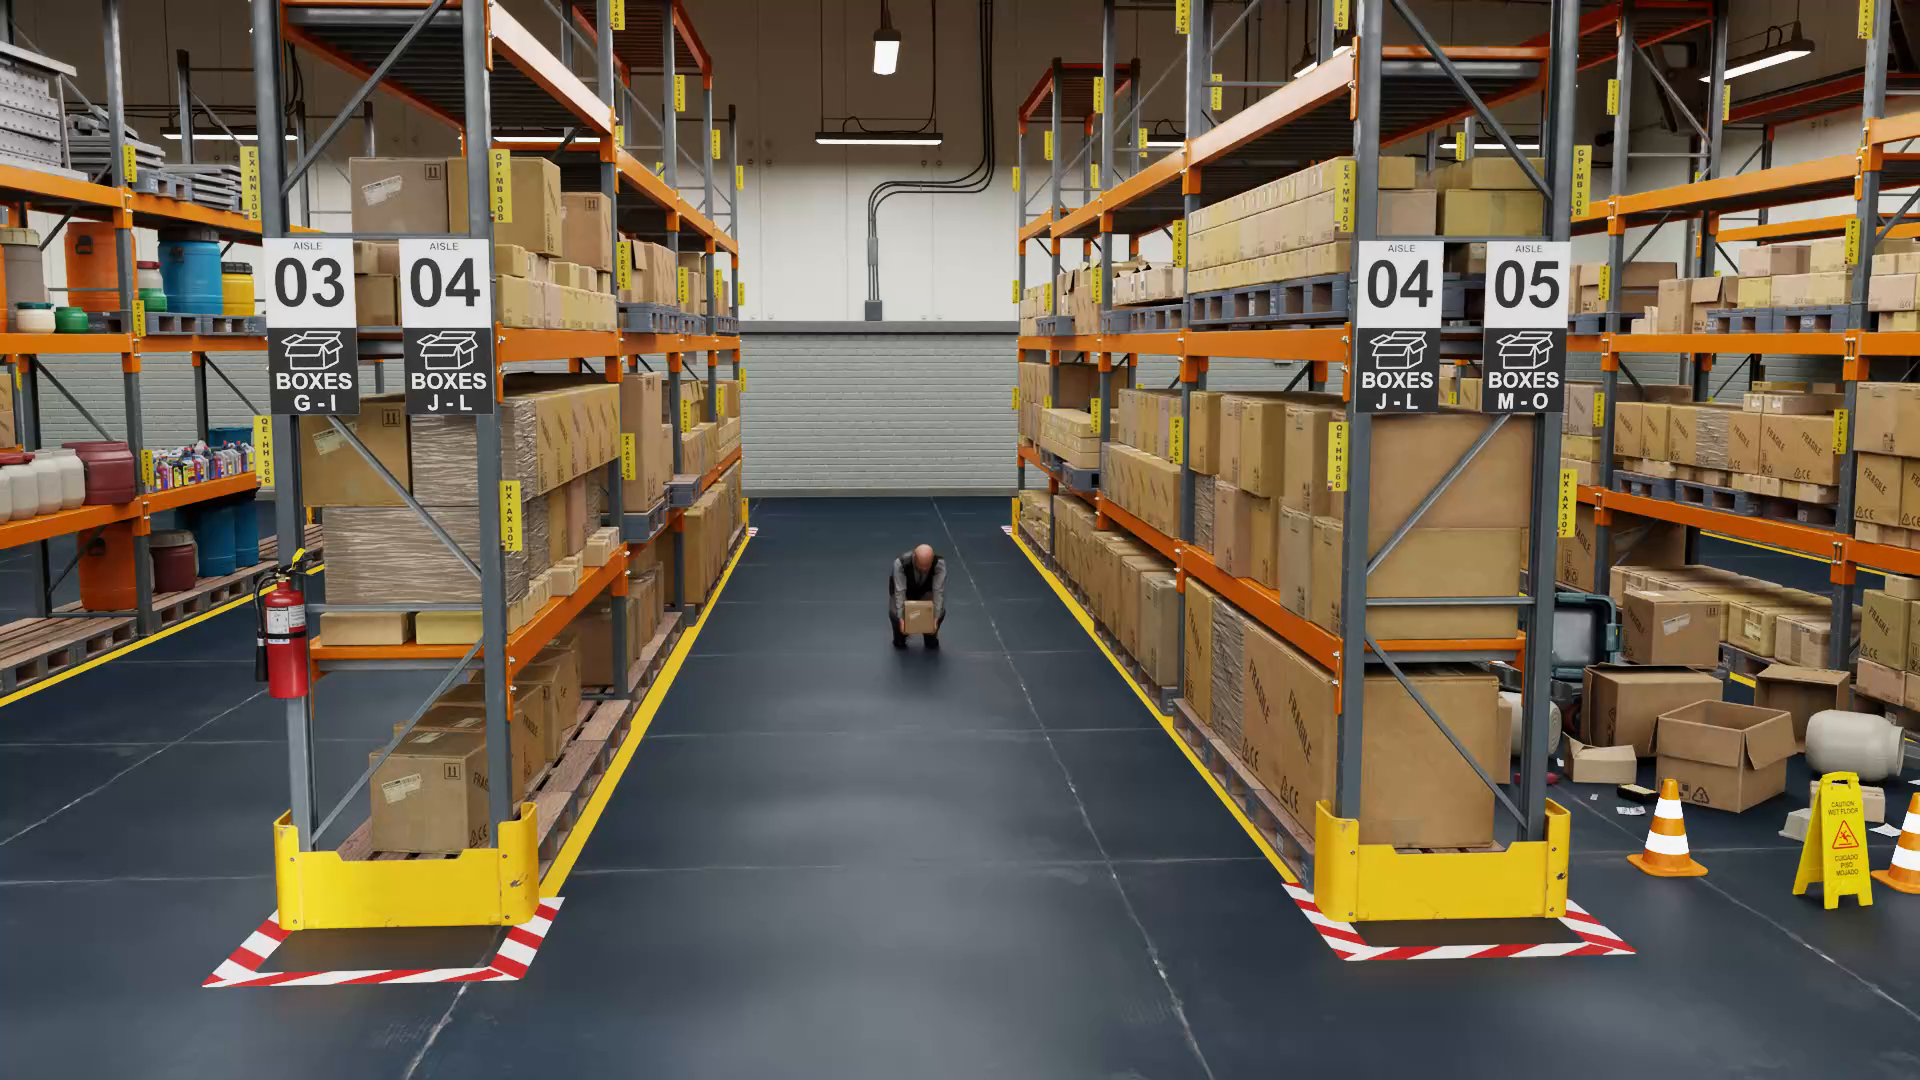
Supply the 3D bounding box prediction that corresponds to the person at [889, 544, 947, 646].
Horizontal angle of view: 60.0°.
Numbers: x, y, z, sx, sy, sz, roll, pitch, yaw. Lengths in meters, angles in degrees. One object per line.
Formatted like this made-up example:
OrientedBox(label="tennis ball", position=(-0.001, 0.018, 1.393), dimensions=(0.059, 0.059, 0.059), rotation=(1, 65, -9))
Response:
OrientedBox(label="person", position=(-0.386, 0.487, 14.989), dimensions=(0.519, 0.972, 0.876), rotation=(-1, 7, -5))
